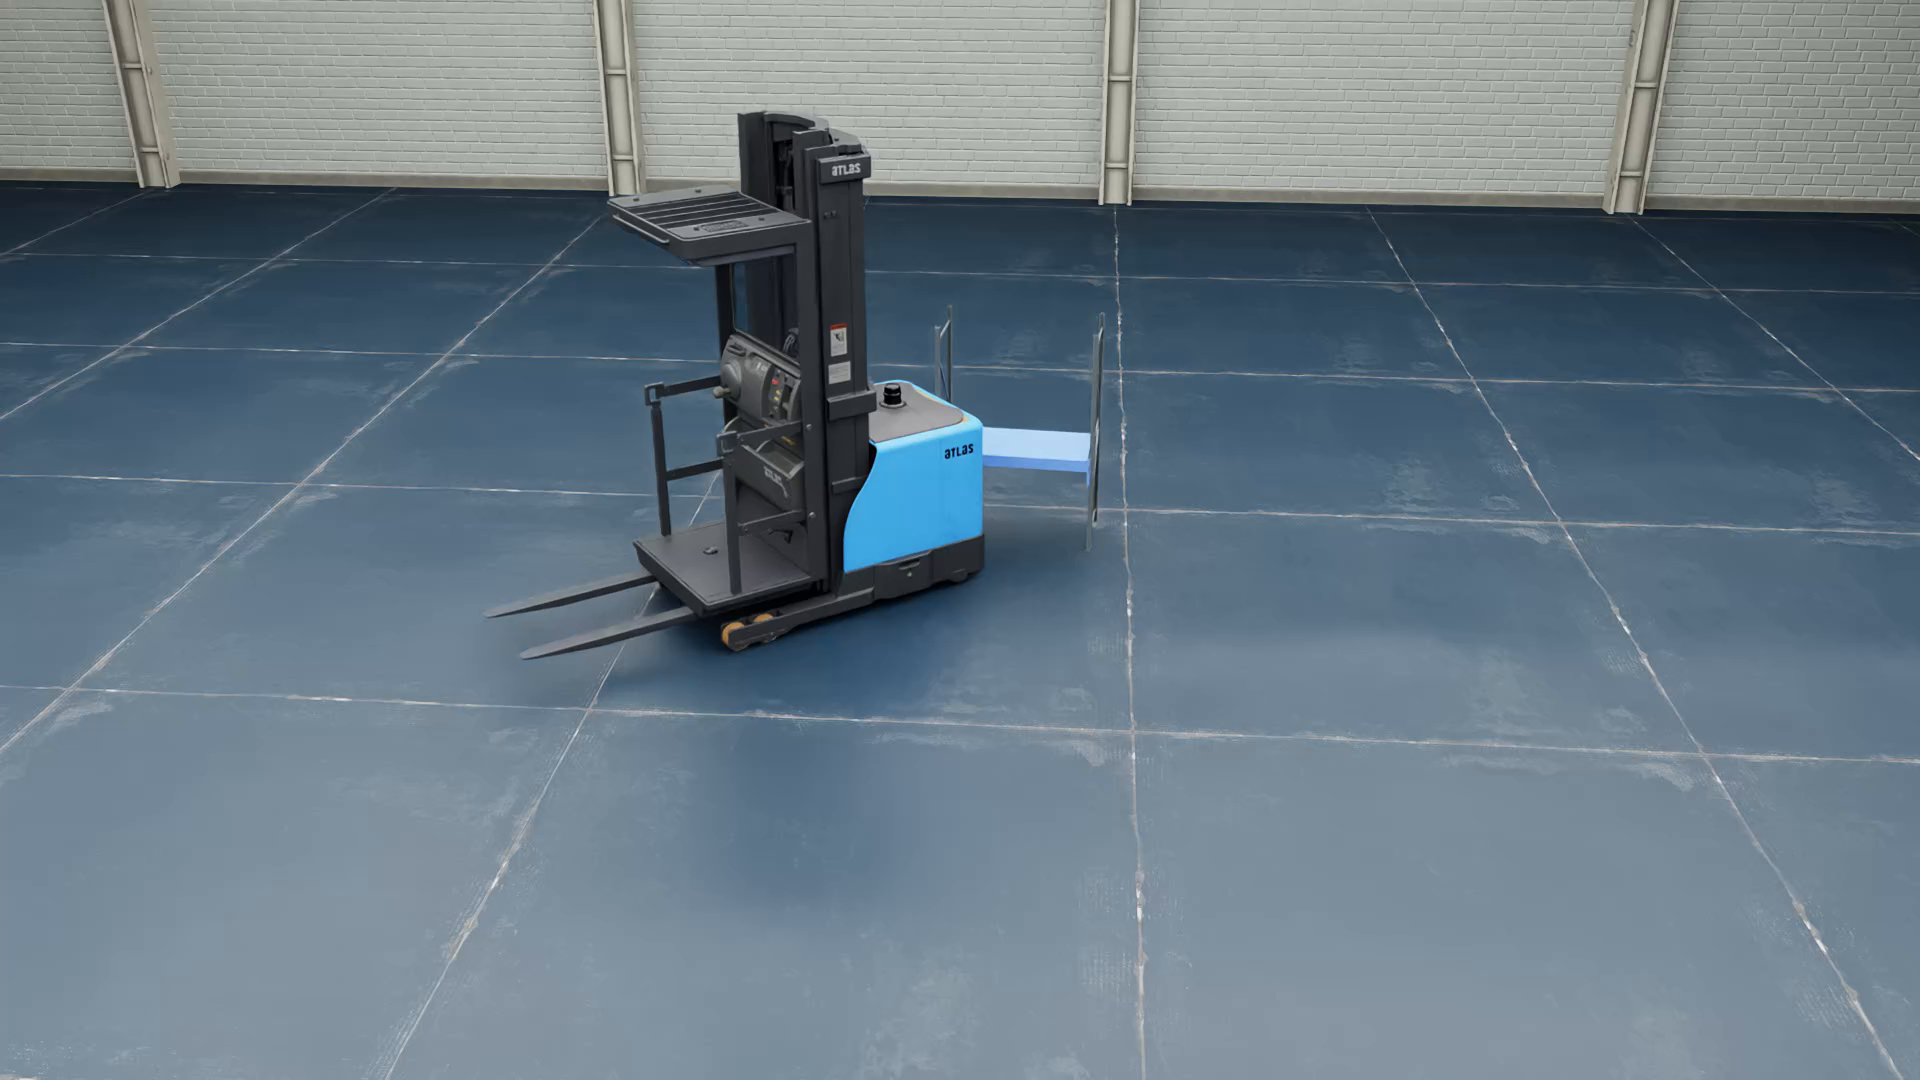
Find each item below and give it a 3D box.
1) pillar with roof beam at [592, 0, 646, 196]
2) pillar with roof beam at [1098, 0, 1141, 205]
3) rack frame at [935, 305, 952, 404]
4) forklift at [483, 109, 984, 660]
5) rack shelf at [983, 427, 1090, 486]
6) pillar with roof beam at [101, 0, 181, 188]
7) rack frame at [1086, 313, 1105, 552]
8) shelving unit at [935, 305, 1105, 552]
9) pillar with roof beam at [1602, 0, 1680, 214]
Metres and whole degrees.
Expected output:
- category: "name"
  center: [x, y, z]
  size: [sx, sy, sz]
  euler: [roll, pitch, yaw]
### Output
- category: "pillar with roof beam"
  center: [-4.434, -6.583, 14.792]
  size: [0.400, 9.000, 9.100]
  euler: [2, 25, 4]
- category: "pillar with roof beam"
  center: [1.549, -6.391, 14.375]
  size: [0.400, 9.000, 9.100]
  euler: [2, 25, 4]
- category: "rack frame"
  center: [-0.107, -0.775, 11.140]
  size: [0.032, 1.500, 0.500]
  euler: [4, 25, 8]
- category: "forklift"
  center: [-1.357, -0.929, 9.762]
  size: [3.031, 2.935, 1.130]
  euler: [-15, 29, -30]
- category: "rack shelf"
  center: [0.394, -0.577, 11.140]
  size: [1.000, 0.185, 0.538]
  euler: [4, 25, 8]
- category: "pillar with roof beam"
  center: [-10.416, -6.775, 15.209]
  size: [0.400, 9.000, 9.100]
  euler: [2, 25, 4]
- category: "rack frame"
  center: [0.896, -0.706, 10.990]
  size: [0.032, 1.500, 0.500]
  euler: [4, 25, 8]
- category: "shelving unit"
  center: [0.394, -0.741, 11.065]
  size: [1.048, 1.500, 0.538]
  euler: [4, 25, 8]
- category: "pillar with roof beam"
  center: [7.531, -6.199, 13.958]
  size: [0.400, 9.000, 9.100]
  euler: [2, 25, 4]
